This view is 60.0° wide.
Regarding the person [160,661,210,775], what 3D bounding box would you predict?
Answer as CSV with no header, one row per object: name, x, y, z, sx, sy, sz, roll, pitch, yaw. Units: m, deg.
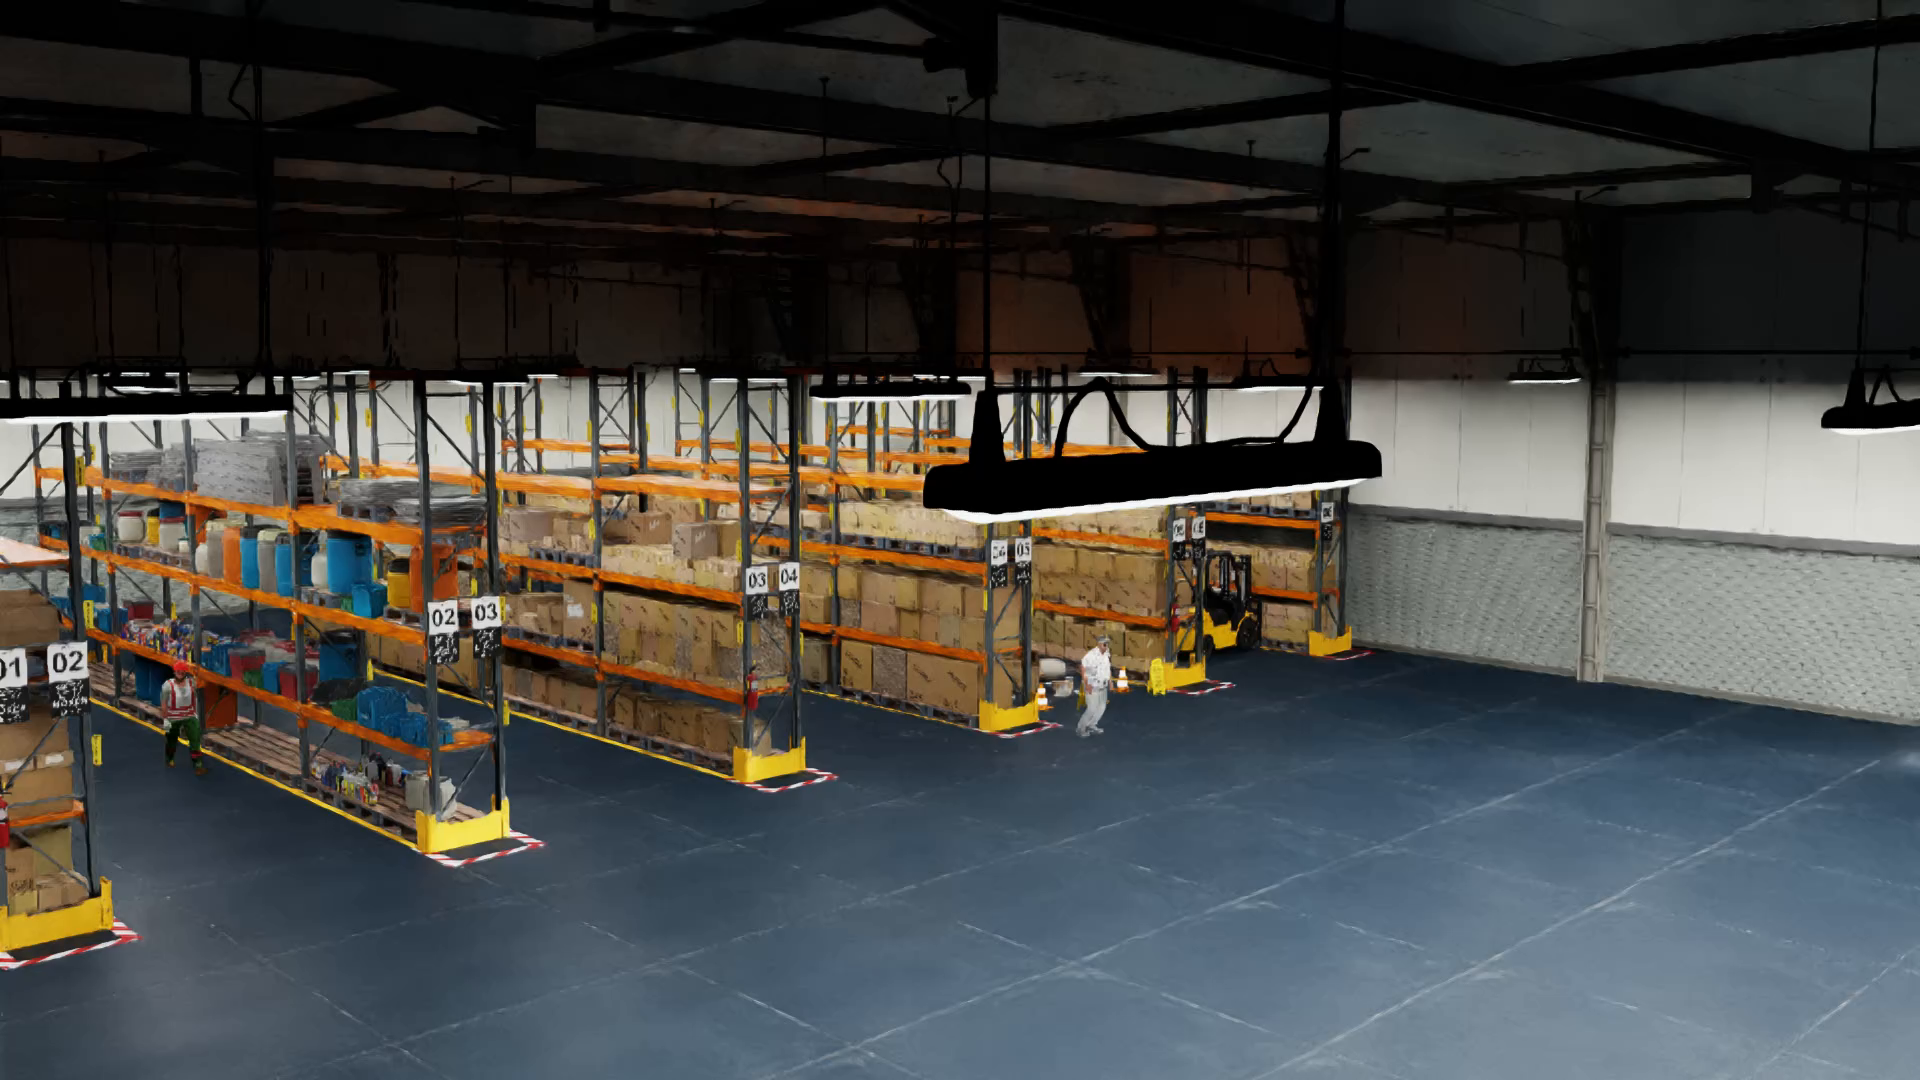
person,-11.696,2.652,24.978,0.553,1.709,1.123,-6,9,-41

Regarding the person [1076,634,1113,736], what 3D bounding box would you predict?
person,2.244,2.382,27.525,0.536,1.715,0.682,6,9,44
